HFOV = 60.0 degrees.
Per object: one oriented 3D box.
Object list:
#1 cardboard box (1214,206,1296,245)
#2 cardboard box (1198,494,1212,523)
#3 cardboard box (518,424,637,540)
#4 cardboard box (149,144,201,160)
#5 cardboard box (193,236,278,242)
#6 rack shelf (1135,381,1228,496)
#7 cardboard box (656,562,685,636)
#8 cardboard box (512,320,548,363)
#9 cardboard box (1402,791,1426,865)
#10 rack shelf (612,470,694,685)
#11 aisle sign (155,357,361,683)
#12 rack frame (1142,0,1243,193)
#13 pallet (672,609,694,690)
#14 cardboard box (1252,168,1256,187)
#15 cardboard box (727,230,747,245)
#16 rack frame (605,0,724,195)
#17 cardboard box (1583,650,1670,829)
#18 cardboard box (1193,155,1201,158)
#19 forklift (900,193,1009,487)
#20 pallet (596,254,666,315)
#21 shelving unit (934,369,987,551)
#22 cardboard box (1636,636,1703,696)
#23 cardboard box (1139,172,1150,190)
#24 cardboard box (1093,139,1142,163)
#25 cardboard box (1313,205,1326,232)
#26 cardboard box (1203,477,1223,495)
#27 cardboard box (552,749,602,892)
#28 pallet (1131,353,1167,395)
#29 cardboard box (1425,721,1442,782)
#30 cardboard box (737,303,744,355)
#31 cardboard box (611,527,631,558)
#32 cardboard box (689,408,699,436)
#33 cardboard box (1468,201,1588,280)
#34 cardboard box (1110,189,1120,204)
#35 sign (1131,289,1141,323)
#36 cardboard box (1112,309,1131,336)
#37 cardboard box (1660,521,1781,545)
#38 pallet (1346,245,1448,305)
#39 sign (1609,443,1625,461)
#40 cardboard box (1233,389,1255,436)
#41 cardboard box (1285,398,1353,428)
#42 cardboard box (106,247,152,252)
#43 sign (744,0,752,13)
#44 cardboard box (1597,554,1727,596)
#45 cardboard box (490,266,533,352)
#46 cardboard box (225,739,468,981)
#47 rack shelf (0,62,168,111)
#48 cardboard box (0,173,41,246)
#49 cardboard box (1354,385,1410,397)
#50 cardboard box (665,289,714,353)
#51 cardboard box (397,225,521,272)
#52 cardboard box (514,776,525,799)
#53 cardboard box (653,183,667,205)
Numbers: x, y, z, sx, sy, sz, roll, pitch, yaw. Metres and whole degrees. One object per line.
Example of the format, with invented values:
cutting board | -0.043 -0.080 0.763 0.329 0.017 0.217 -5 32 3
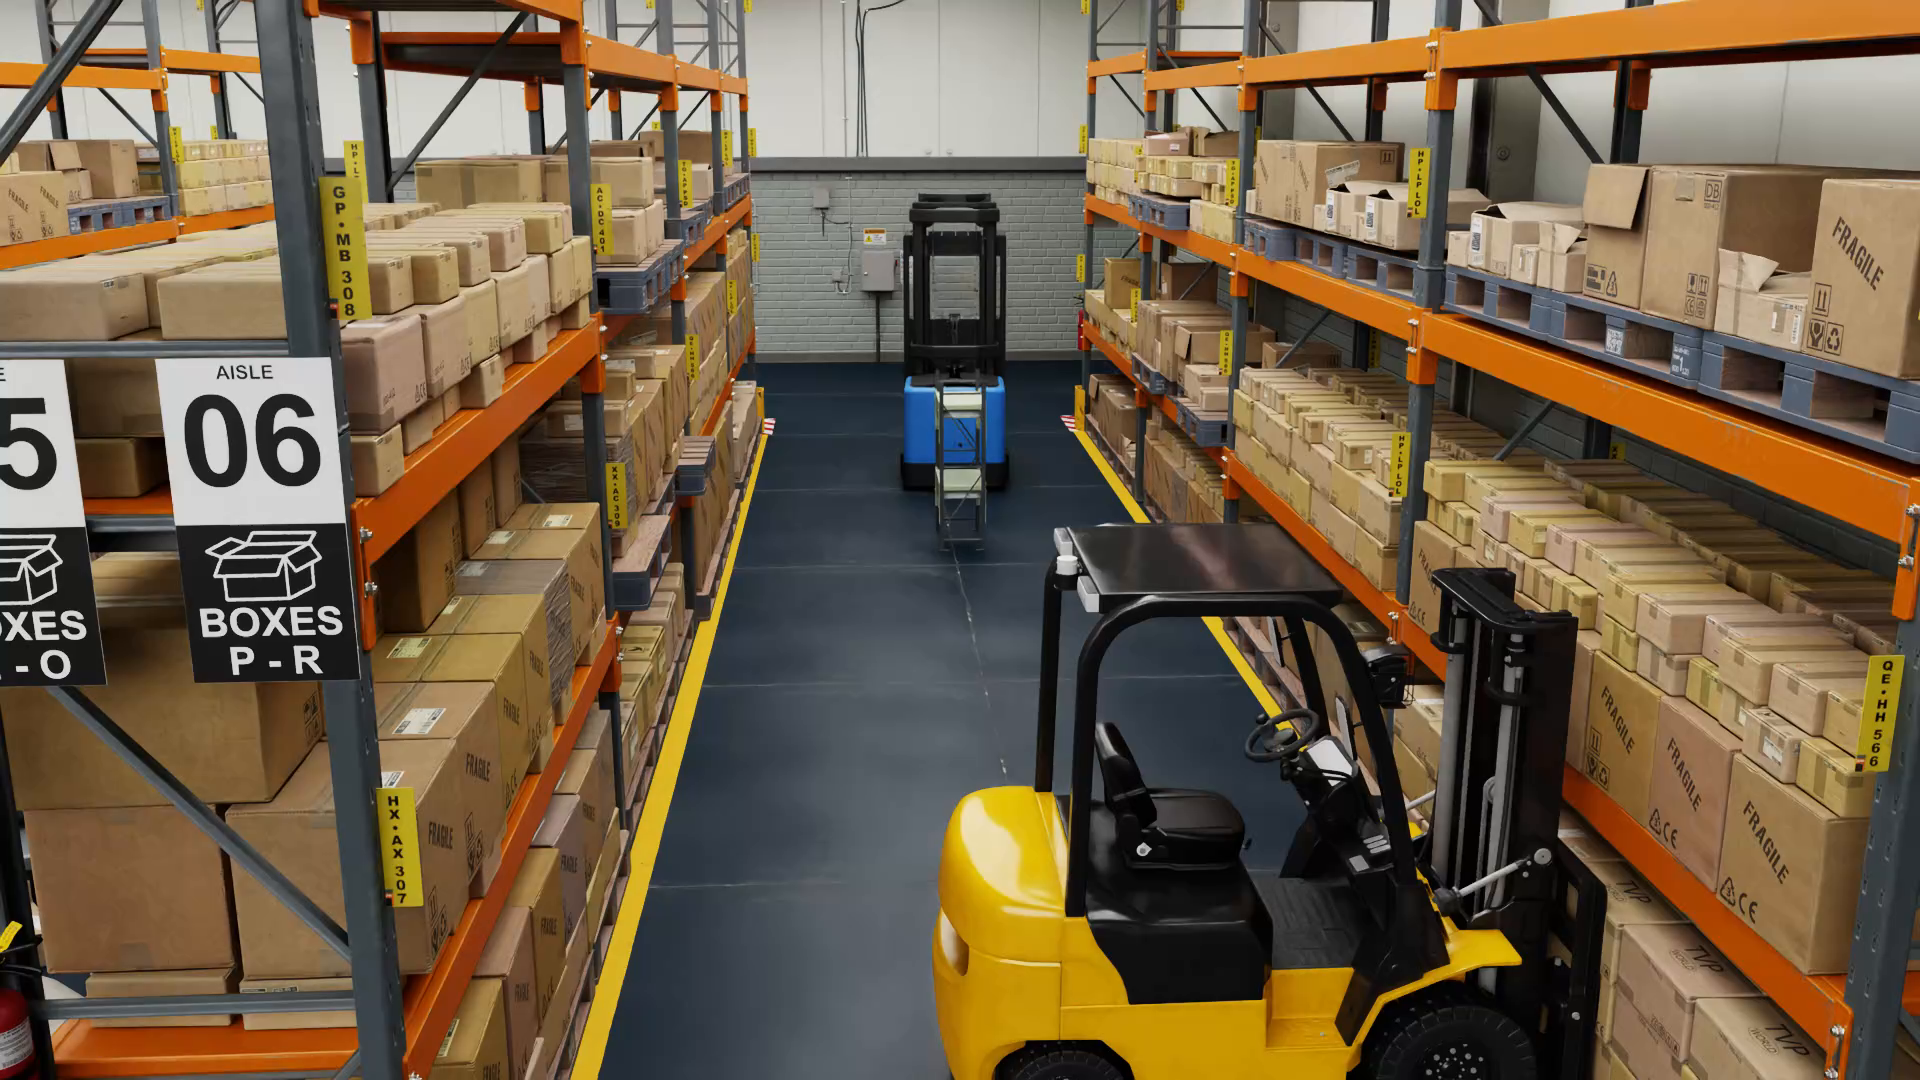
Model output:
cardboard box | 2.215 -2.361 12.464 0.500 0.250 0.500 -1 14 -5
cardboard box | 2.228 -0.076 13.477 0.500 0.500 0.500 -1 14 -4
cardboard box | -1.960 -0.302 8.538 0.500 0.500 0.500 -1 14 -2
cardboard box | -7.479 -3.694 15.841 0.380 0.149 0.250 -1 14 -4
cardboard box | -2.259 -0.905 5.408 0.380 0.149 0.250 -1 14 -5
rack shelf | 2.365 -1.006 14.361 1.077 0.370 4.000 -1 14 -3
cardboard box | -2.440 0.430 11.765 0.950 0.372 0.625 -2 15 -7
cardboard box | -1.843 -0.786 6.545 0.380 0.149 0.250 0 14 -2
cardboard box | 2.437 1.391 8.274 0.500 0.250 0.500 -1 14 -3
rack shelf | -2.341 0.066 10.193 1.077 0.370 4.000 -1 14 -3
aisle sign | -1.656 -0.038 3.938 0.394 0.787 0.004 -1 14 -3
rack frame | 2.241 -4.757 15.457 1.000 3.000 0.127 -1 14 -3
pallet | -2.418 0.765 11.628 1.003 0.211 1.213 -1 14 -3
cardboard box | 2.173 -2.655 12.211 0.380 0.149 0.250 0 14 -2
cardboard box | -2.599 -3.404 18.728 0.380 0.149 0.250 -1 14 -4
rack frame | -2.713 -4.680 15.155 1.000 3.000 0.127 -1 14 -3
cardboard box | 2.637 0.709 6.050 0.500 0.500 0.500 -1 14 -4
cardboard box | 2.376 -3.506 15.477 0.380 0.149 0.250 -1 14 -4
forklift | -0.057 -2.268 17.959 1.130 2.935 3.031 0 14 0
pallet | -2.149 -1.302 8.423 1.213 0.211 1.003 -1 14 -3
shelving unit | 0.000 -0.725 14.833 0.431 1.500 0.755 -1 14 -3
cardboard box | 2.616 0.432 5.825 0.380 0.149 0.250 -1 14 -5
cardboard box | 1.844 -3.289 15.232 0.380 0.149 0.250 -1 14 -3
cardboard box | 1.783 -4.372 18.679 0.500 0.250 0.500 -1 14 -4
cardboard box | 2.318 -1.906 9.854 0.380 0.149 0.250 -1 14 -4
cardboard box | 2.186 -0.417 13.497 0.380 0.149 0.250 -1 14 -5
cardboard box | -1.879 1.250 7.320 0.500 0.500 0.500 -1 14 -2
pallet | 2.182 -1.558 15.449 1.003 0.211 1.213 -1 14 -3
cardboard box | 2.475 1.034 7.656 0.500 0.250 0.500 -1 14 -3
cardboard box | -2.532 -2.193 17.327 0.500 0.500 0.500 -1 14 -3
cardboard box | -1.936 -0.009 8.702 0.380 0.149 0.250 -1 14 -3
cardboard box | -2.244 -0.832 12.543 0.500 0.250 0.500 -1 14 -4
cardboard box | 2.545 -1.313 7.225 0.500 0.311 0.500 -1 14 -2
cardboard box | 1.799 -3.650 17.678 0.380 0.149 0.250 -1 14 -2
sign | 1.700 -2.261 16.056 0.100 0.325 0.005 -1 14 -3
cardboard box | 1.903 -2.295 17.630 0.500 0.250 0.500 -1 14 -4
cardboard box | 3.106 0.025 6.811 0.380 0.149 0.250 -1 14 -4
pallet | 2.669 -1.442 8.973 0.805 0.209 1.217 -1 15 -6
sign | 3.291 -0.329 8.388 0.100 0.325 0.005 -1 14 -3
cardboard box | 2.248 -0.912 11.849 0.500 0.250 0.500 -1 14 -3
cardboard box | 2.305 -0.815 10.672 0.380 0.149 0.250 -1 14 -2
cardboard box | -7.983 -2.591 16.271 0.500 0.500 0.500 -1 14 -5
sign | -2.418 -6.170 18.914 0.100 0.325 0.005 -1 14 -3
cardboard box | 2.651 0.159 6.291 0.380 0.149 0.250 -1 14 -3
cardboard box | -1.825 -0.824 5.895 0.500 0.250 0.500 -1 14 -2
cardboard box | -1.722 0.895 4.729 0.500 0.500 0.500 -1 14 -4
rack shelf | -7.523 -3.539 12.967 1.077 0.370 4.000 -1 14 -3
cardboard box | -7.207 -2.449 12.306 0.500 0.500 0.500 -1 14 -3
cardboard box | 2.879 -0.953 11.209 0.380 0.149 0.250 -1 14 -5
cardboard box | -2.336 -1.816 13.859 0.500 0.500 0.500 -1 14 -3
cardboard box | -1.788 -1.042 5.942 0.380 0.149 0.250 -1 14 -3
cardboard box | -1.831 0.856 6.185 0.380 0.149 0.250 -1 14 -5
cardboard box | -2.446 -2.849 13.687 0.380 0.166 0.250 0 14 1
